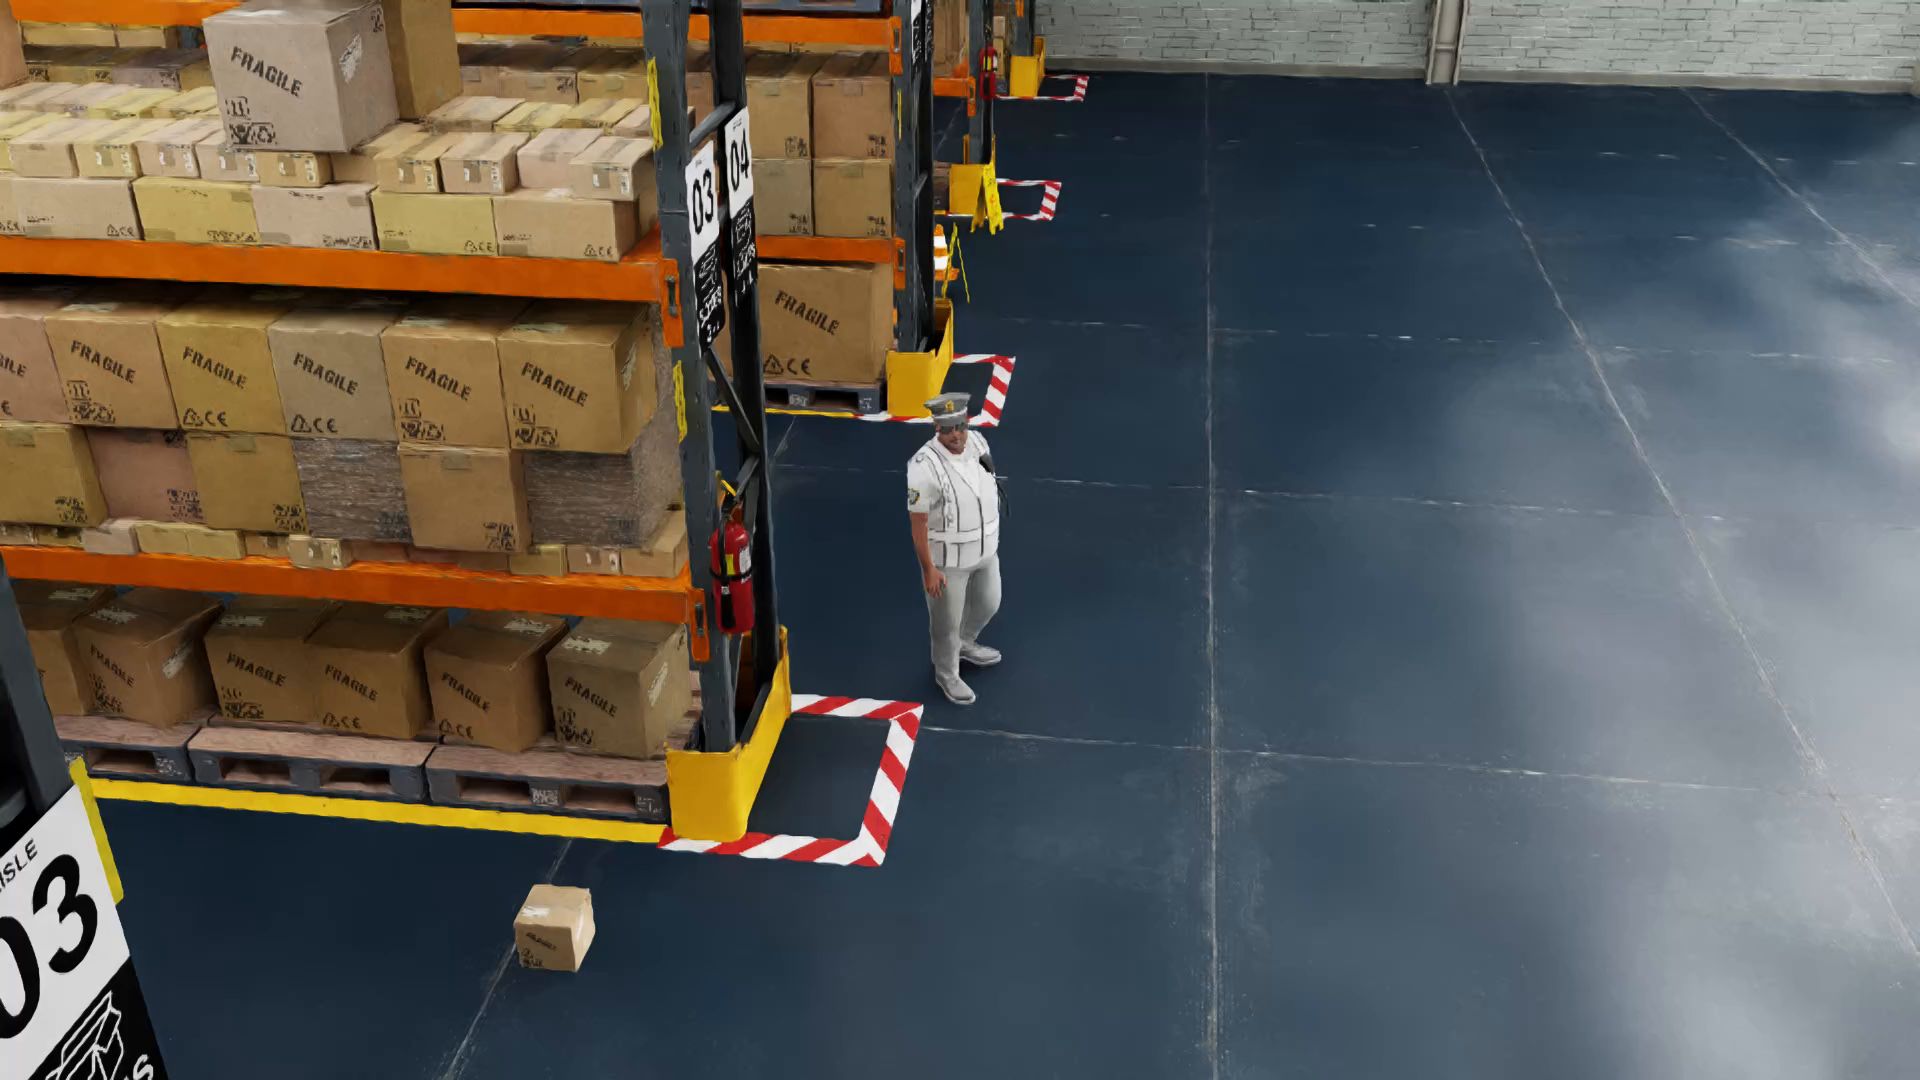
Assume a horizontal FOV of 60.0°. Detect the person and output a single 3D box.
[{"bbox_3d":[-0.006,0.011,8.574,0.655,1.755,0.501,-23,36,-37],"label":"person"}]
